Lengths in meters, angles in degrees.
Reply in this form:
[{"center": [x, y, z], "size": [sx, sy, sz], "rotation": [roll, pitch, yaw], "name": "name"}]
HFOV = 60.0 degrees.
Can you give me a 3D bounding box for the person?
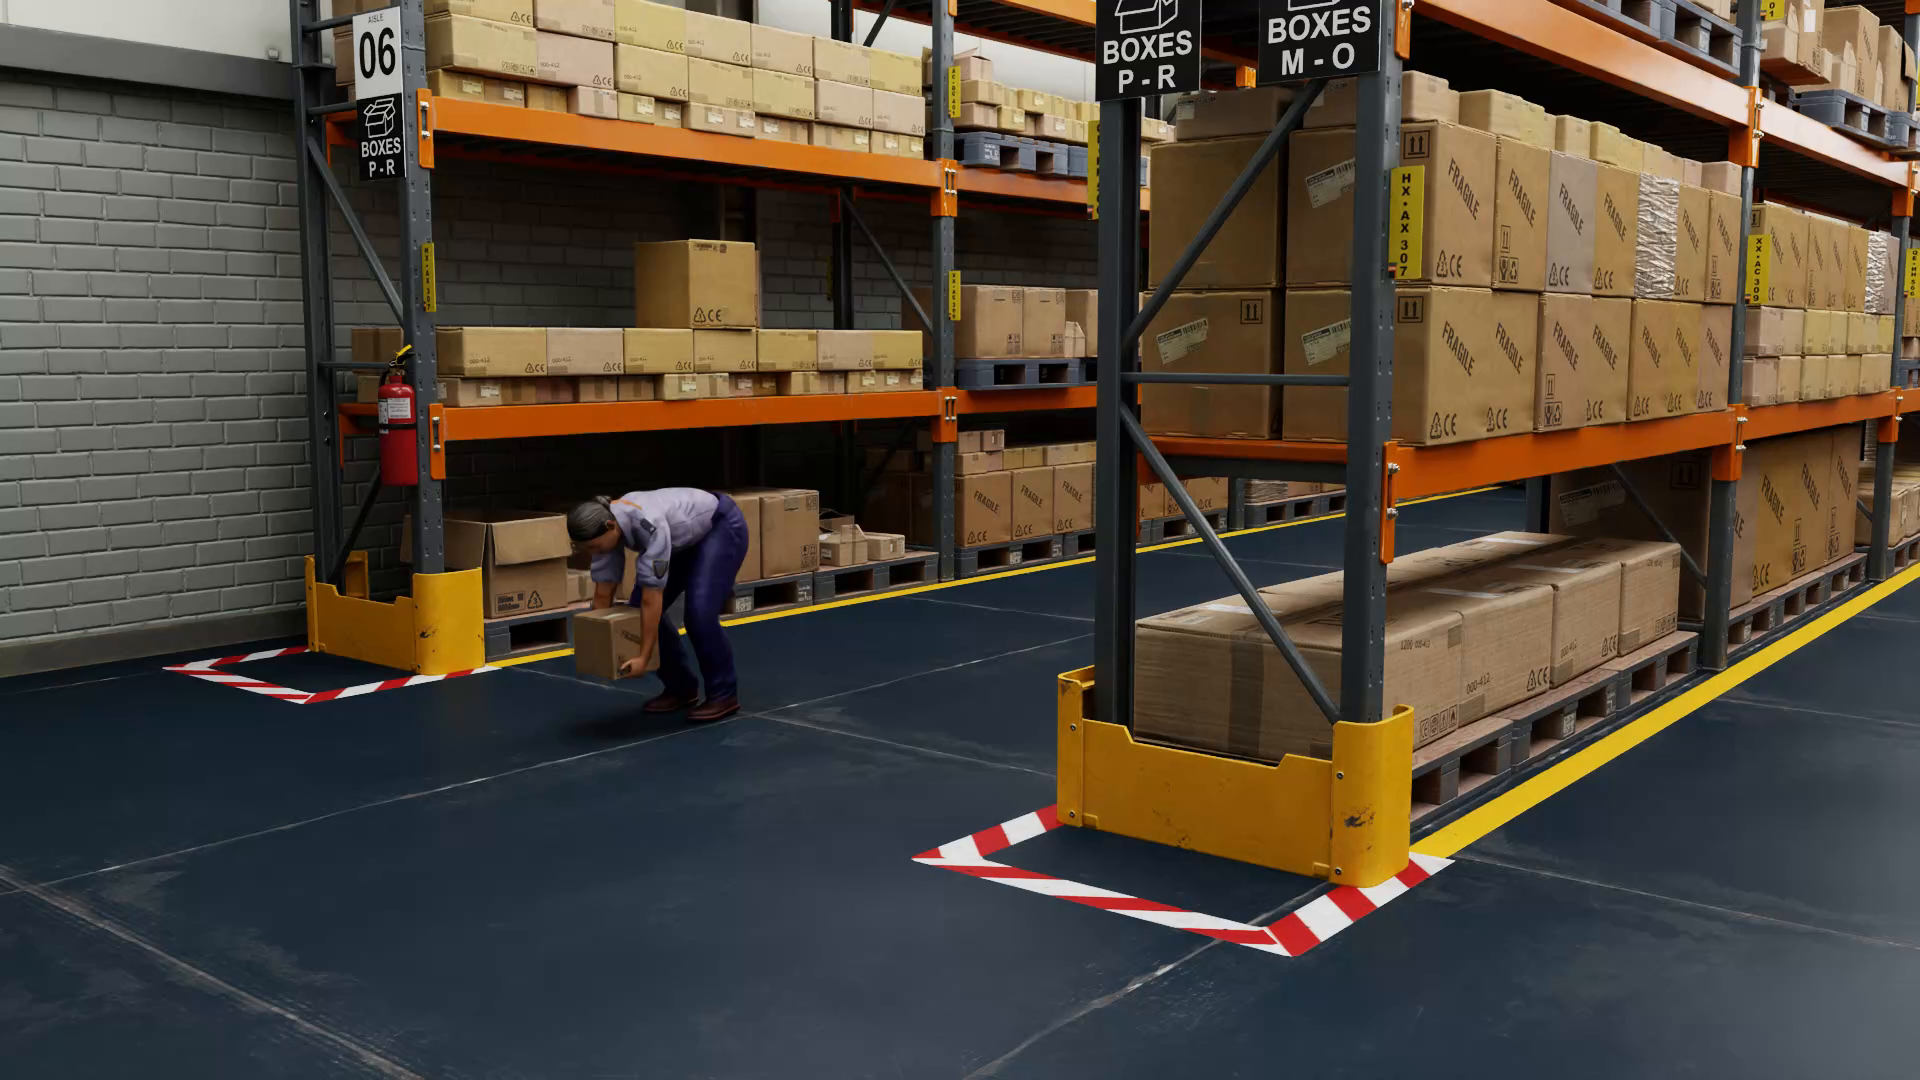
[{"center": [-1.305, 0.286, 7.136], "size": [0.482, 1.004, 0.910], "rotation": [5, 8, 36], "name": "person"}]
